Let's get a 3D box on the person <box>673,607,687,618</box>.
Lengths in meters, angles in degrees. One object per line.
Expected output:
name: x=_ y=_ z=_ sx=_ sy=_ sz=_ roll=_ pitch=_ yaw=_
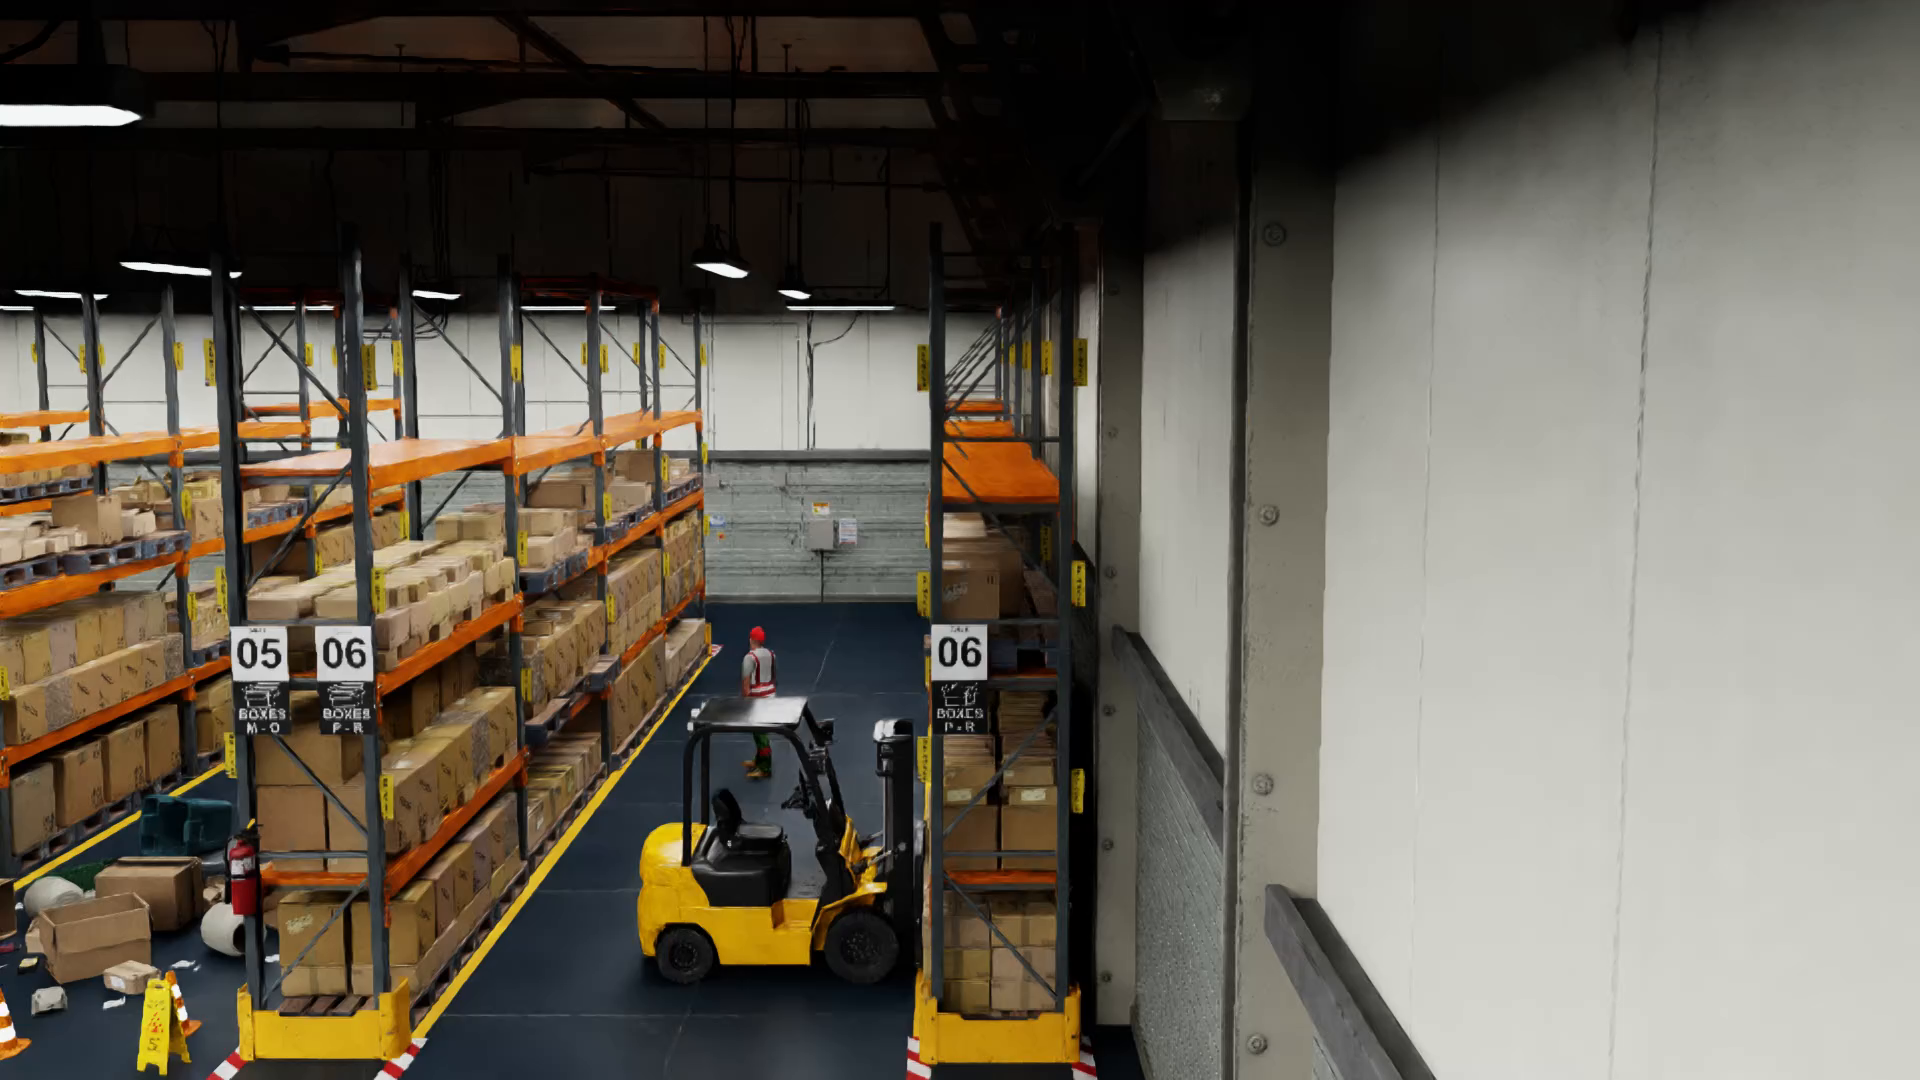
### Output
person: x=-5.365 y=0.702 z=31.065 sx=0.539 sy=1.743 sz=0.626 roll=-5 pitch=8 yaw=-37

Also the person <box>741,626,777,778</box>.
person: x=-2.455 y=1.926 z=20.088 sx=0.570 sy=1.786 sz=0.653 roll=4 pitch=8 yaw=28
